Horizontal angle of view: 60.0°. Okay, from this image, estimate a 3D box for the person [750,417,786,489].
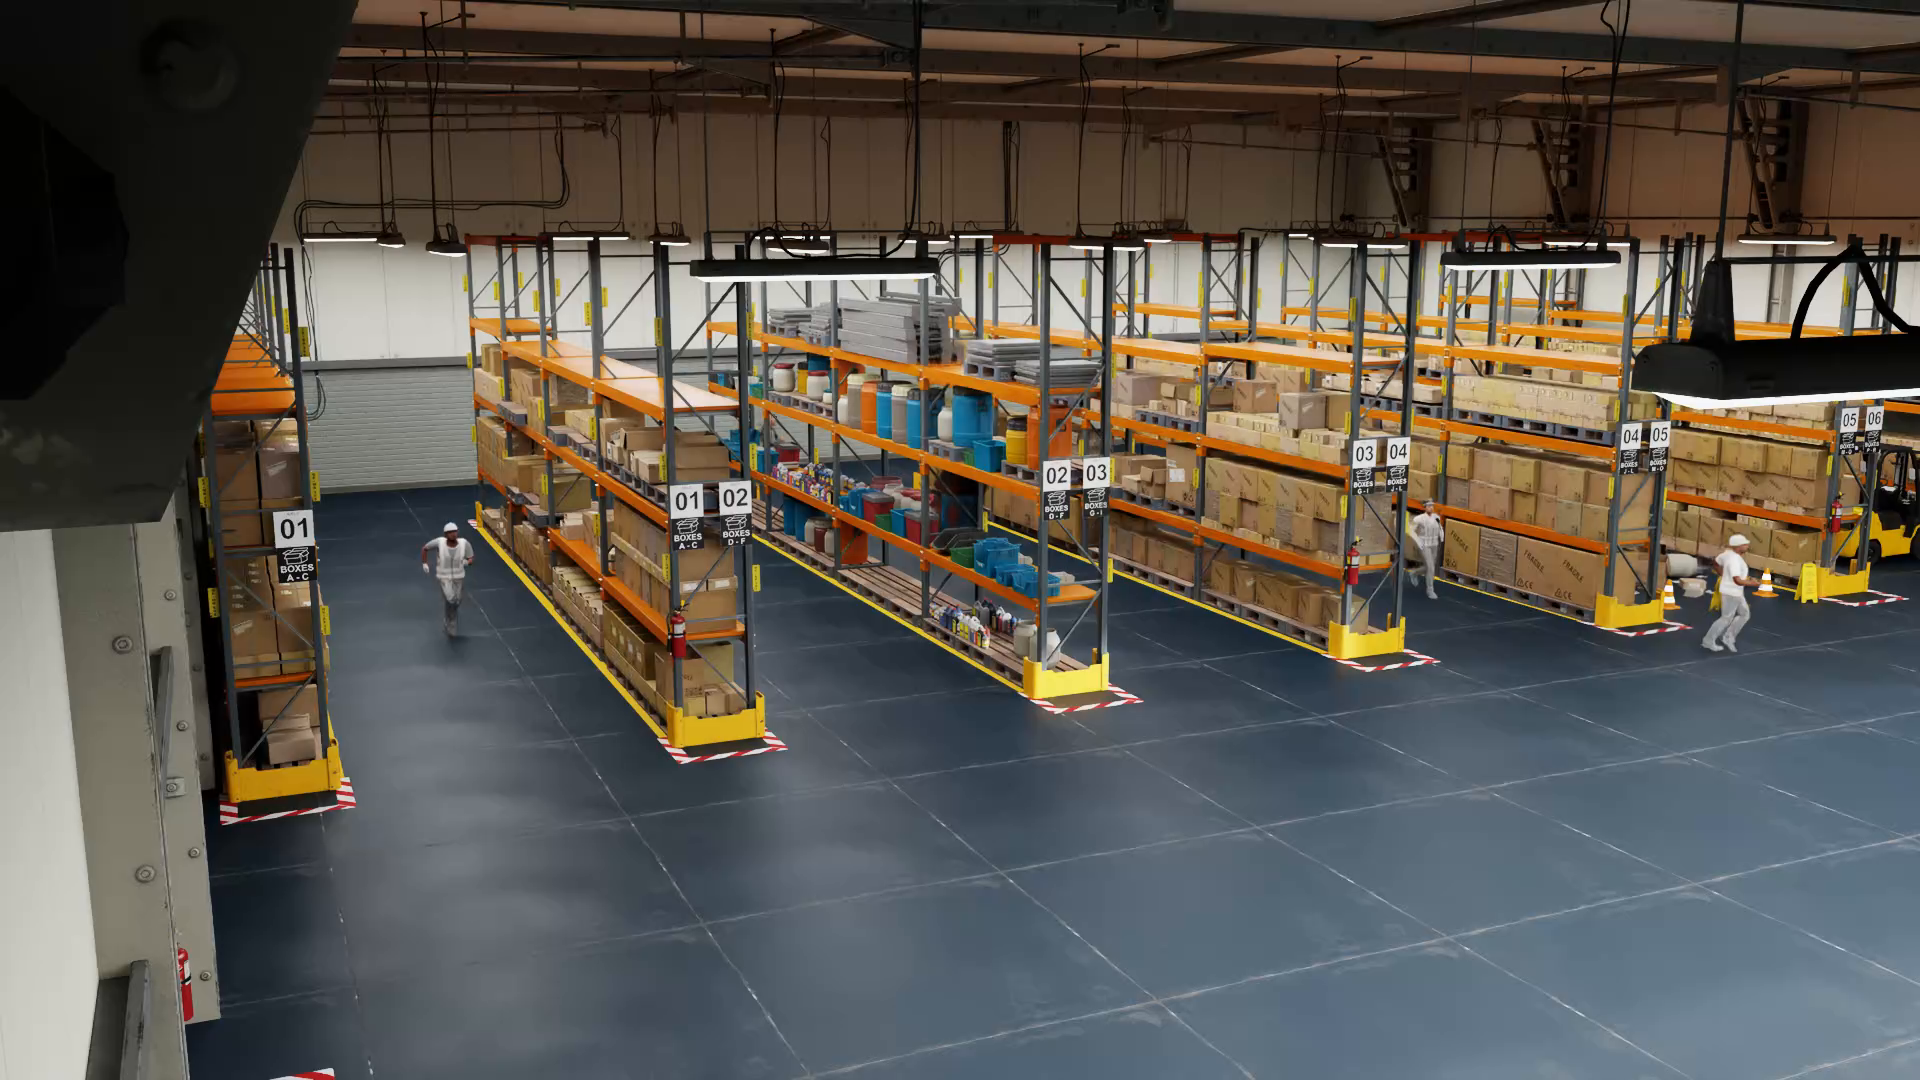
[{"bbox_3d":[-4.519,-2.015,39.017,0.904,1.771,0.662,-2,11,-12],"label":"person"}]

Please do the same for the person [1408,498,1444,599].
[{"bbox_3d":[7.915,0.110,28.217,0.611,1.692,0.765,-4,12,-20],"label":"person"}]

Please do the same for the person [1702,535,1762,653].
[{"bbox_3d":[11.350,0.811,24.411,0.729,1.816,0.721,5,12,22],"label":"person"}]

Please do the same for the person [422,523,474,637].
[{"bbox_3d":[-7.775,0.596,25.388,0.717,1.767,0.813,-6,13,-29],"label":"person"}]
